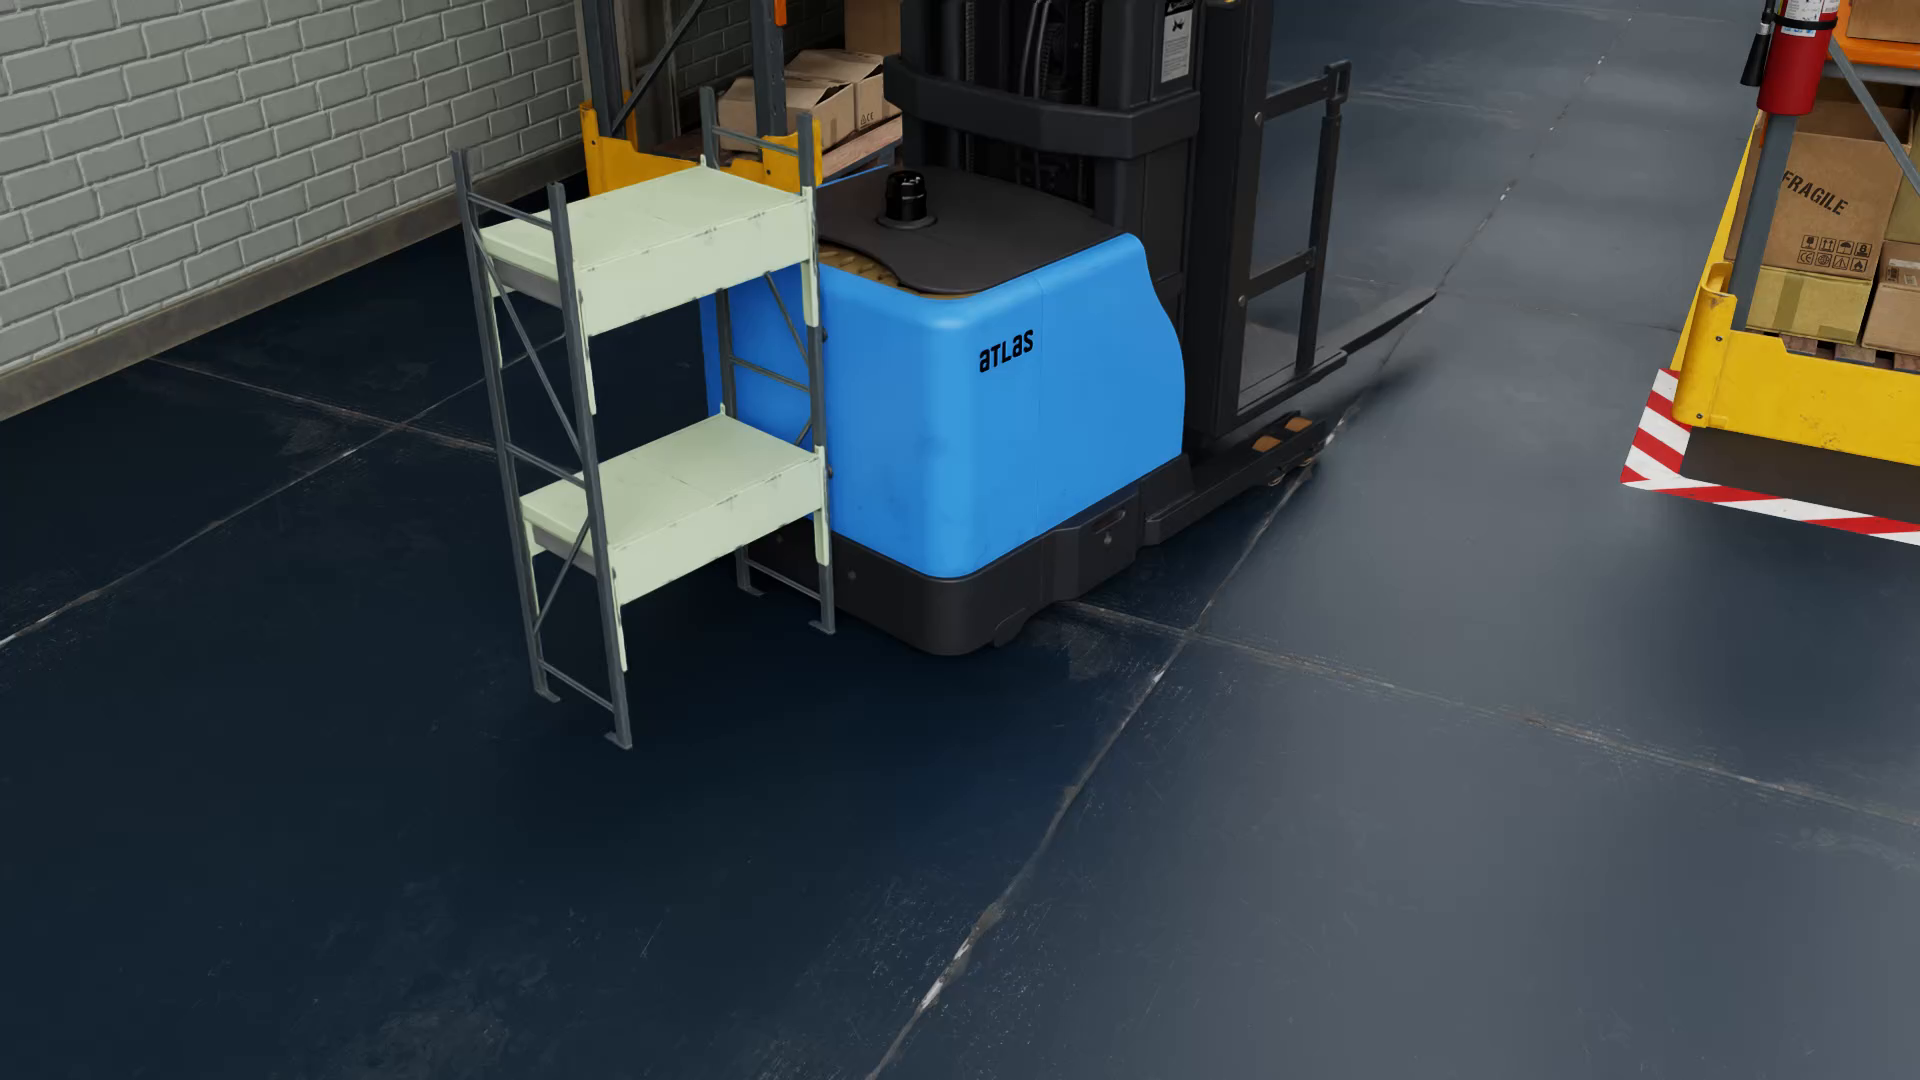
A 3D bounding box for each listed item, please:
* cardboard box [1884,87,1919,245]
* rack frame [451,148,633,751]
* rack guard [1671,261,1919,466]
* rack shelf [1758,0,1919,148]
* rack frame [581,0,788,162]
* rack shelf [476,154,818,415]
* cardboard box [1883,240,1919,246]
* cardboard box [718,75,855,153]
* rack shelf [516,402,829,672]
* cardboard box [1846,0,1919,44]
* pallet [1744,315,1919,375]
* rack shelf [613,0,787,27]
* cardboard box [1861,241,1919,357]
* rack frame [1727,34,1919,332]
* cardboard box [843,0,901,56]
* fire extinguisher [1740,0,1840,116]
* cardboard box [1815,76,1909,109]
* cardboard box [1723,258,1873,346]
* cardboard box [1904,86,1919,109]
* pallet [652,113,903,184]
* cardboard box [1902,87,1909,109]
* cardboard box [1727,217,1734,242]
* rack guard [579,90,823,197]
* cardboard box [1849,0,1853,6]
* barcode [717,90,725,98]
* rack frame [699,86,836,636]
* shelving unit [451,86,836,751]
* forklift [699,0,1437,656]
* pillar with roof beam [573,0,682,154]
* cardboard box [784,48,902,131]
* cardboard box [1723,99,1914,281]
[{"bbox_3d":[3.835,-1.409,6.278,0.500,0.500,0.500,14,33,23],"label":"cardboard box"},{"bbox_3d":[-1.004,-0.175,4.050,0.400,1.500,0.023,24,38,36],"label":"rack frame"},{"bbox_3d":[3.155,-0.590,5.775,1.175,0.500,0.348,14,33,23],"label":"rack guard"},{"bbox_3d":[4.077,-2.259,6.895,1.077,0.370,4.000,14,33,23],"label":"rack shelf"},{"bbox_3d":[-1.245,-2.807,7.125,1.000,3.000,0.127,14,33,23],"label":"rack frame"},{"bbox_3d":[-0.759,-0.649,4.091,0.431,0.370,0.720,24,38,36],"label":"rack shelf"},{"bbox_3d":[3.833,-1.084,6.465,0.500,0.250,0.500,14,33,23],"label":"cardboard box"},{"bbox_3d":[-0.850,-2.118,8.184,0.500,0.311,0.500,11,32,18],"label":"cardboard box"},{"bbox_3d":[-0.759,-0.028,4.447,0.431,0.370,0.720,24,38,36],"label":"rack shelf"},{"bbox_3d":[3.390,-1.932,5.502,0.700,0.500,0.500,14,33,23],"label":"cardboard box"},{"bbox_3d":[3.477,-0.824,6.473,1.003,0.211,1.213,14,33,23],"label":"pallet"},{"bbox_3d":[-0.334,-3.381,8.849,1.077,0.370,4.000,14,33,23],"label":"rack shelf"},{"bbox_3d":[3.609,-0.862,6.078,0.500,0.250,0.500,14,33,23],"label":"cardboard box"},{"bbox_3d":[3.166,-1.685,5.171,1.000,3.000,0.127,14,33,23],"label":"rack frame"},{"bbox_3d":[-0.212,-2.766,9.124,0.700,0.500,0.500,12,32,20],"label":"cardboard box"},{"bbox_3d":[2.699,-1.704,5.283,0.296,0.674,0.183,14,33,23],"label":"fire extinguisher"},{"bbox_3d":[3.588,-1.751,6.874,0.500,0.500,0.500,14,33,23],"label":"cardboard box"},{"bbox_3d":[3.147,-0.979,6.282,0.500,0.250,0.500,14,33,23],"label":"cardboard box"},{"bbox_3d":[4.051,-1.633,6.669,0.500,0.500,0.500,14,33,23],"label":"cardboard box"},{"bbox_3d":[-0.809,-1.983,8.492,1.003,0.211,1.213,14,33,23],"label":"pallet"},{"bbox_3d":[4.294,-1.851,7.048,0.500,0.500,0.500,14,33,23],"label":"cardboard box"},{"bbox_3d":[3.365,-1.203,6.673,0.500,0.250,0.500,14,33,23],"label":"cardboard box"},{"bbox_3d":[-1.211,-1.756,7.807,1.175,0.500,0.348,14,33,23],"label":"rack guard"},{"bbox_3d":[3.625,-2.166,5.909,0.700,0.500,0.500,15,33,25],"label":"cardboard box"},{"bbox_3d":[-1.198,-2.221,8.354,0.001,0.075,0.075,14,33,23],"label":"barcode"},{"bbox_3d":[-0.514,-0.446,4.521,0.400,1.500,0.023,24,38,36],"label":"rack frame"},{"bbox_3d":[-0.759,-0.311,4.285,0.431,1.500,0.755,24,38,36],"label":"shelving unit"},{"bbox_3d":[0.602,-1.603,5.097,1.130,2.935,3.031,24,38,36],"label":"forklift"},{"bbox_3d":[2.136,-4.938,4.813,9.100,9.000,0.400,14,33,23],"label":"pillar with roof beam"},{"bbox_3d":[-0.590,-2.371,8.624,0.500,0.311,0.500,17,34,27],"label":"cardboard box"},{"bbox_3d":[3.146,-1.305,6.096,0.500,0.500,0.500,14,33,23],"label":"cardboard box"}]
